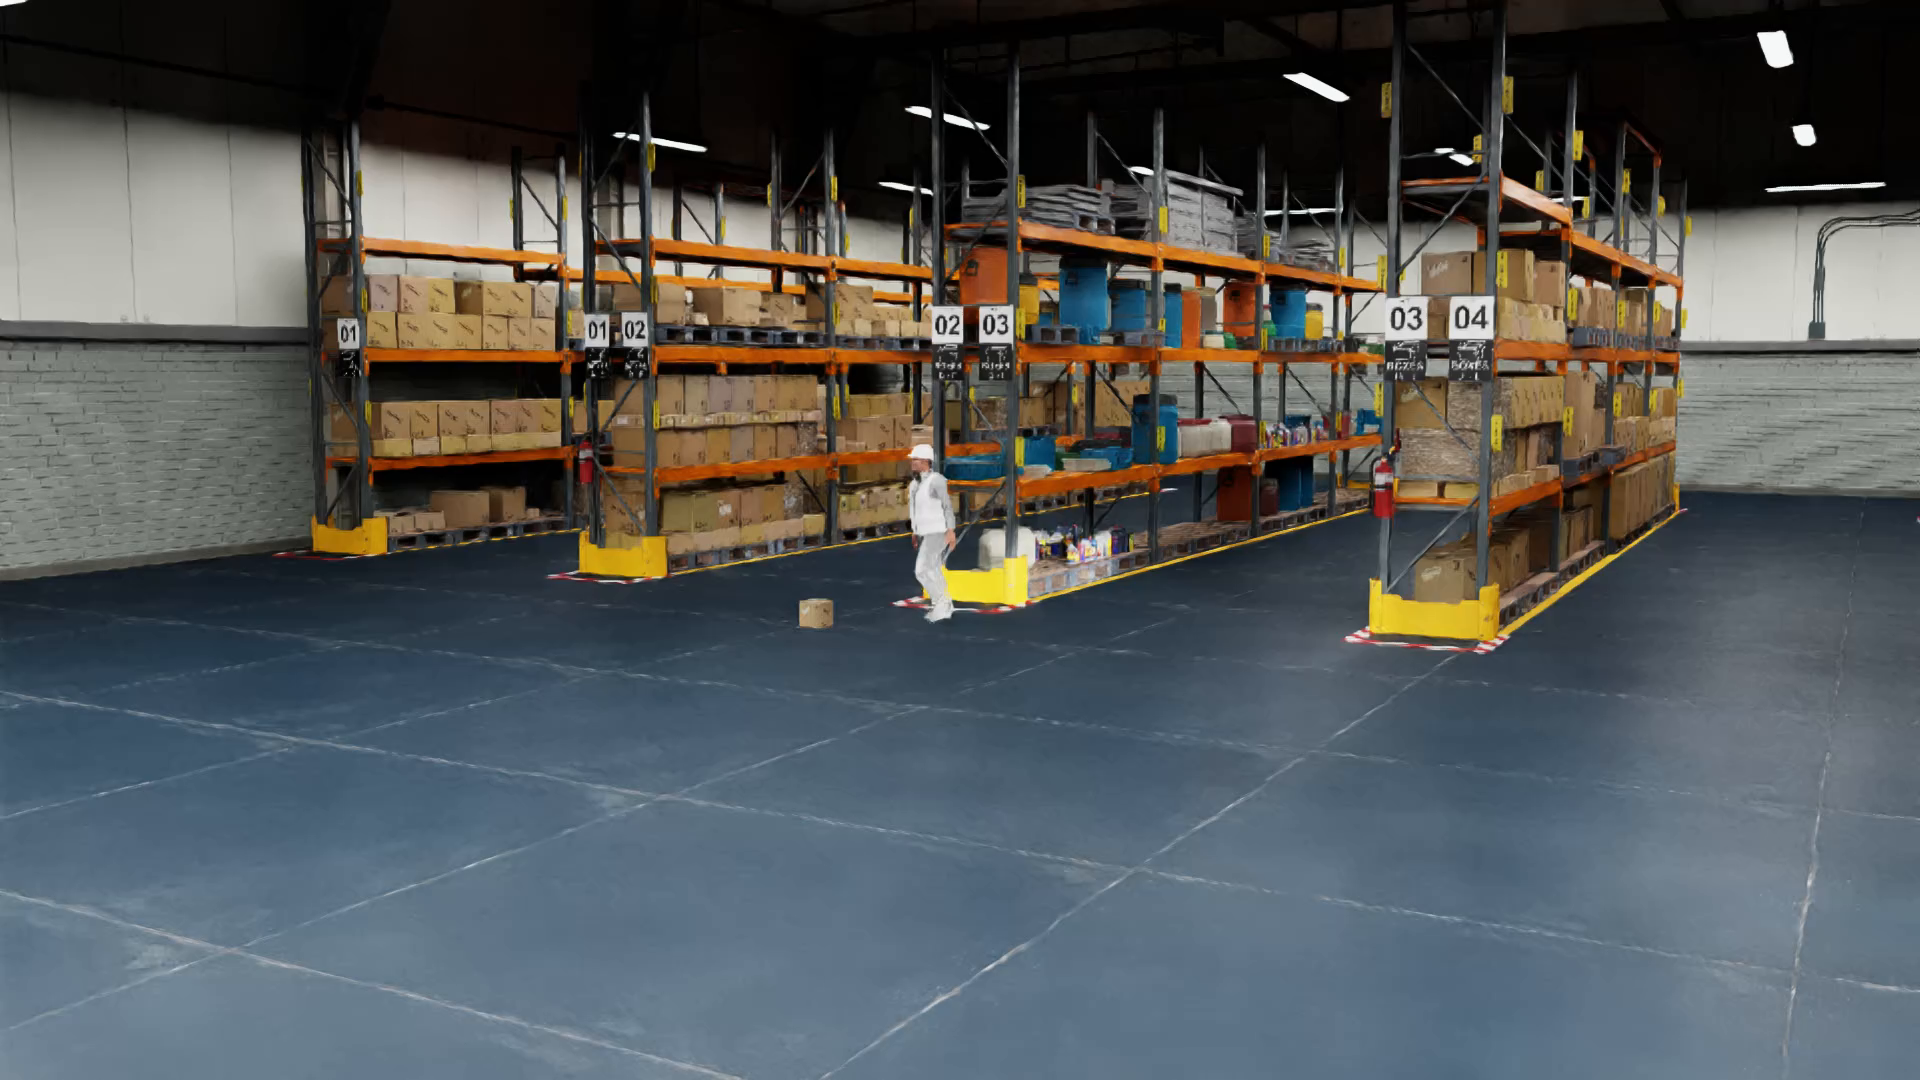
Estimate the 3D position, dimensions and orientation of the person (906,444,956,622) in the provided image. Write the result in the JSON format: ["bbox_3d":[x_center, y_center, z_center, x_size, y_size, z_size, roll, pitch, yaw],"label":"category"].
[{"bbox_3d":[-0.297,-0.080,16.596,0.533,1.759,0.565,-4,7,-31],"label":"person"}]
